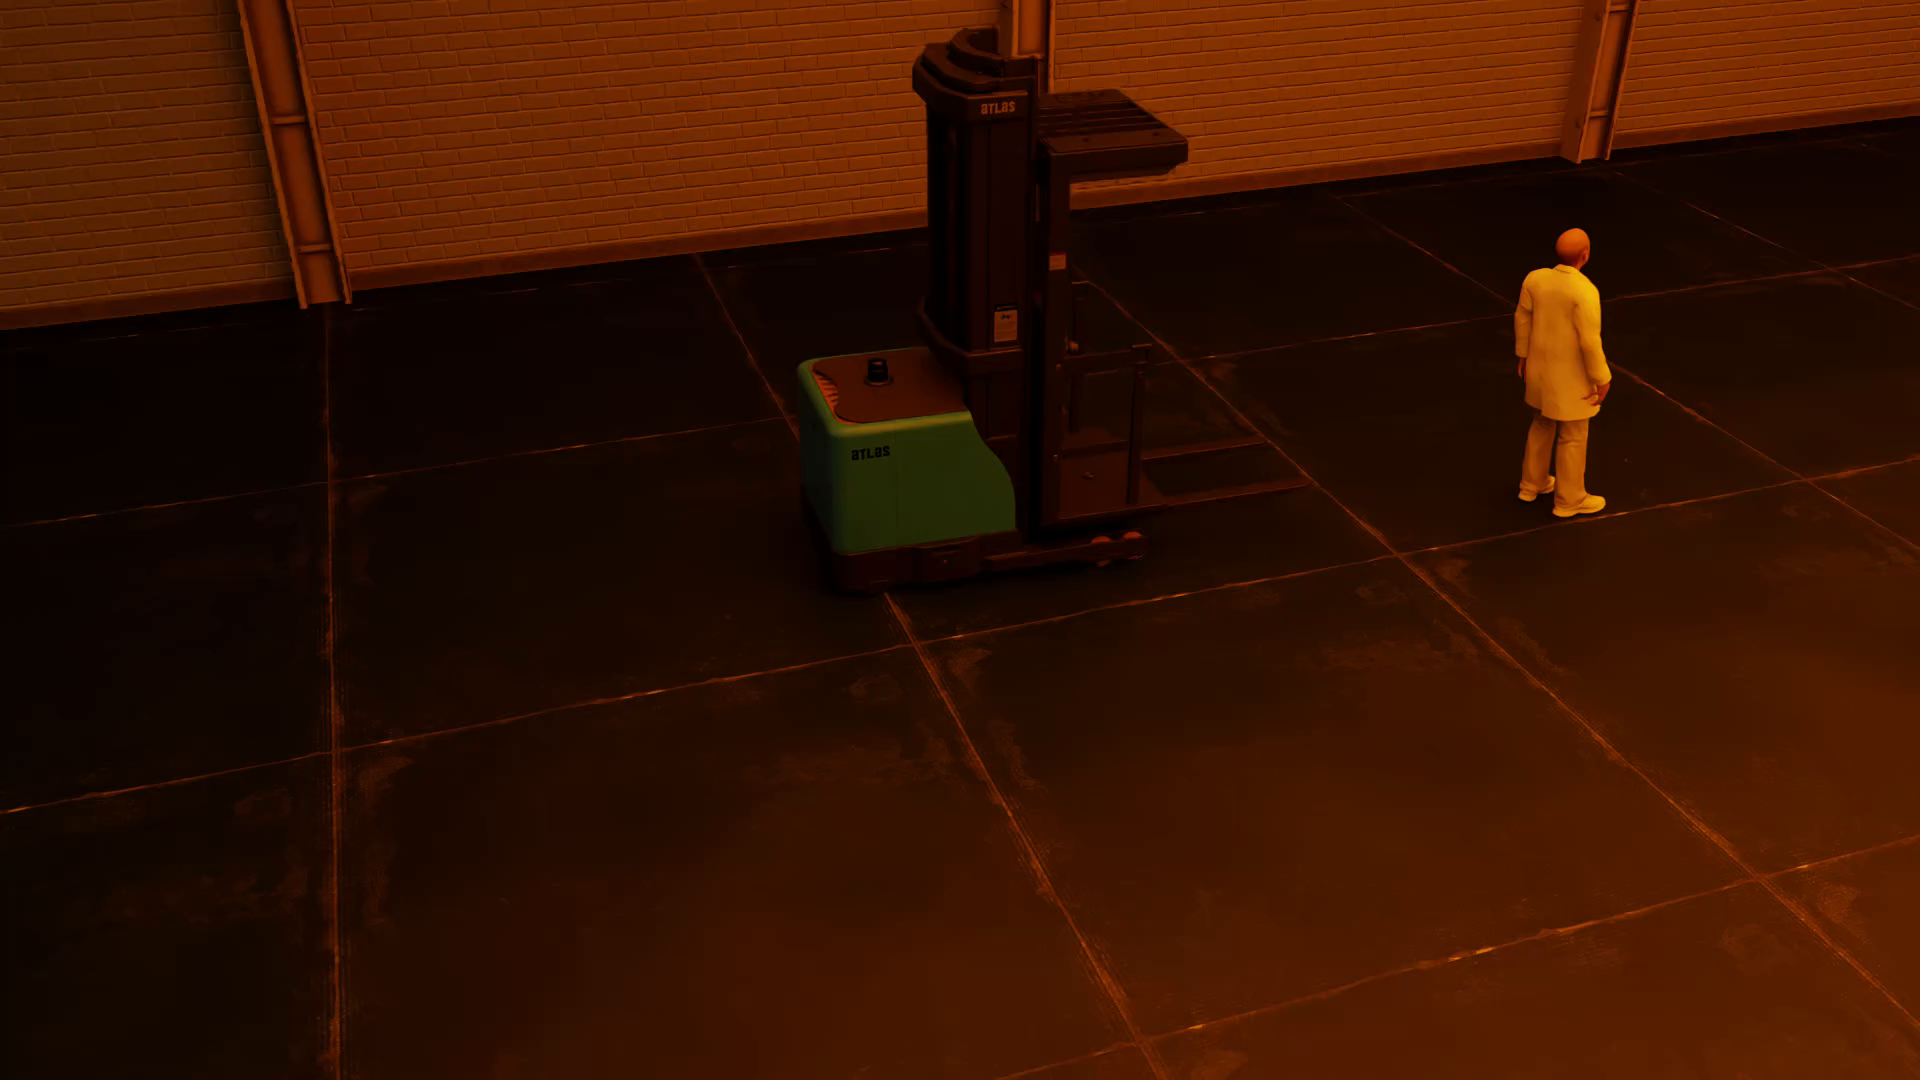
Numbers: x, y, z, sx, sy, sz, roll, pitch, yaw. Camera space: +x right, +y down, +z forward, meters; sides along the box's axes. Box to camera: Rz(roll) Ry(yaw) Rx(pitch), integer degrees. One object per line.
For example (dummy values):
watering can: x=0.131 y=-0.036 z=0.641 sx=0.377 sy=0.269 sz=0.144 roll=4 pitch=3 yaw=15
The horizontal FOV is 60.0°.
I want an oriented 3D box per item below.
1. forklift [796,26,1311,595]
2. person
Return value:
forklift: x=0.606 y=-1.369 z=9.466 sx=3.031 sy=2.935 sz=1.130 roll=-8 pitch=31 yaw=-14
person: x=3.670 y=-1.025 z=10.021 sx=0.536 sy=1.784 sz=0.687 roll=-15 pitch=33 yaw=-25
